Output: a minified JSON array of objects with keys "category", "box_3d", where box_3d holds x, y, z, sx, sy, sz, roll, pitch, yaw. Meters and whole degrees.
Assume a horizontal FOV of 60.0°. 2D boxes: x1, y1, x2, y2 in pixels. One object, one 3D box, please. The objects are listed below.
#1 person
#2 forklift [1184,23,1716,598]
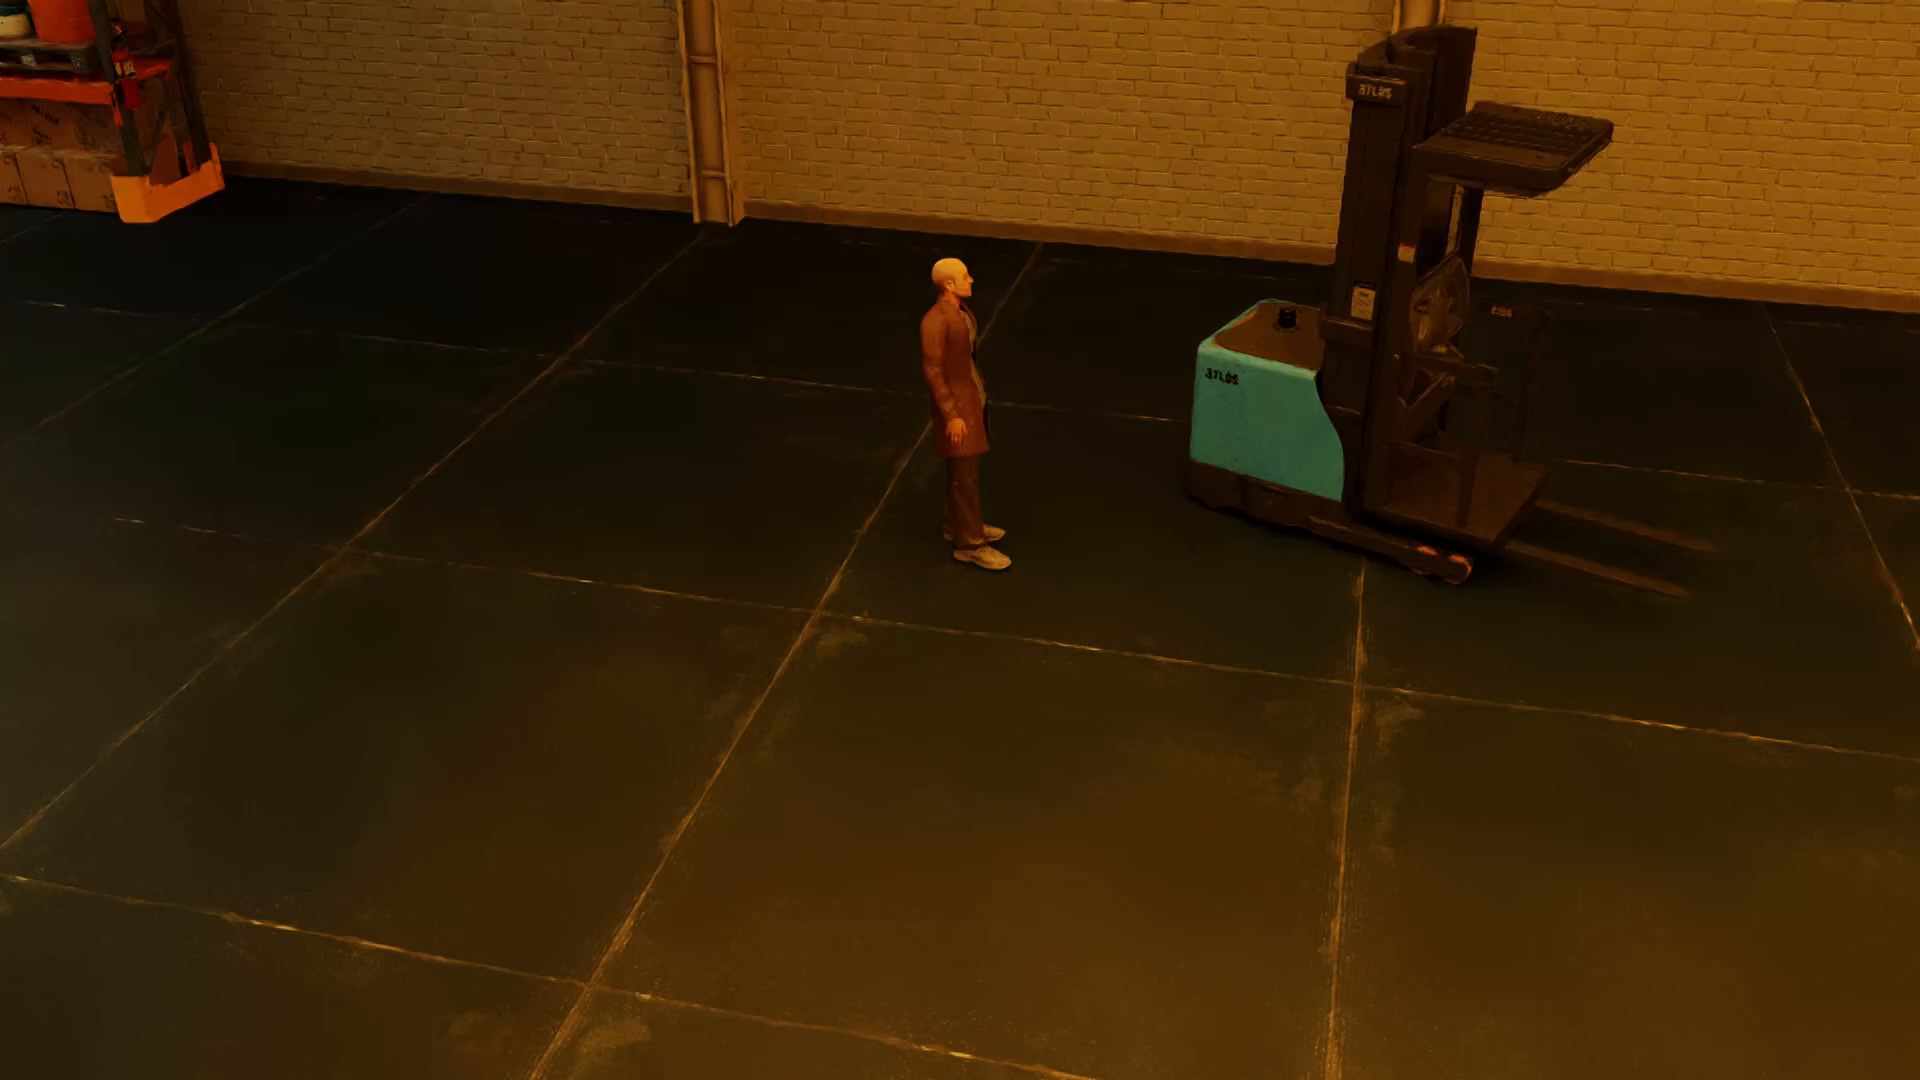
[{"category":"person","box_3d":[0.088,-0.767,9.679,0.580,1.776,0.694,7,30,12]},{"category":"forklift","box_3d":[2.932,-1.317,9.495,3.031,2.935,1.130,18,34,29]}]
